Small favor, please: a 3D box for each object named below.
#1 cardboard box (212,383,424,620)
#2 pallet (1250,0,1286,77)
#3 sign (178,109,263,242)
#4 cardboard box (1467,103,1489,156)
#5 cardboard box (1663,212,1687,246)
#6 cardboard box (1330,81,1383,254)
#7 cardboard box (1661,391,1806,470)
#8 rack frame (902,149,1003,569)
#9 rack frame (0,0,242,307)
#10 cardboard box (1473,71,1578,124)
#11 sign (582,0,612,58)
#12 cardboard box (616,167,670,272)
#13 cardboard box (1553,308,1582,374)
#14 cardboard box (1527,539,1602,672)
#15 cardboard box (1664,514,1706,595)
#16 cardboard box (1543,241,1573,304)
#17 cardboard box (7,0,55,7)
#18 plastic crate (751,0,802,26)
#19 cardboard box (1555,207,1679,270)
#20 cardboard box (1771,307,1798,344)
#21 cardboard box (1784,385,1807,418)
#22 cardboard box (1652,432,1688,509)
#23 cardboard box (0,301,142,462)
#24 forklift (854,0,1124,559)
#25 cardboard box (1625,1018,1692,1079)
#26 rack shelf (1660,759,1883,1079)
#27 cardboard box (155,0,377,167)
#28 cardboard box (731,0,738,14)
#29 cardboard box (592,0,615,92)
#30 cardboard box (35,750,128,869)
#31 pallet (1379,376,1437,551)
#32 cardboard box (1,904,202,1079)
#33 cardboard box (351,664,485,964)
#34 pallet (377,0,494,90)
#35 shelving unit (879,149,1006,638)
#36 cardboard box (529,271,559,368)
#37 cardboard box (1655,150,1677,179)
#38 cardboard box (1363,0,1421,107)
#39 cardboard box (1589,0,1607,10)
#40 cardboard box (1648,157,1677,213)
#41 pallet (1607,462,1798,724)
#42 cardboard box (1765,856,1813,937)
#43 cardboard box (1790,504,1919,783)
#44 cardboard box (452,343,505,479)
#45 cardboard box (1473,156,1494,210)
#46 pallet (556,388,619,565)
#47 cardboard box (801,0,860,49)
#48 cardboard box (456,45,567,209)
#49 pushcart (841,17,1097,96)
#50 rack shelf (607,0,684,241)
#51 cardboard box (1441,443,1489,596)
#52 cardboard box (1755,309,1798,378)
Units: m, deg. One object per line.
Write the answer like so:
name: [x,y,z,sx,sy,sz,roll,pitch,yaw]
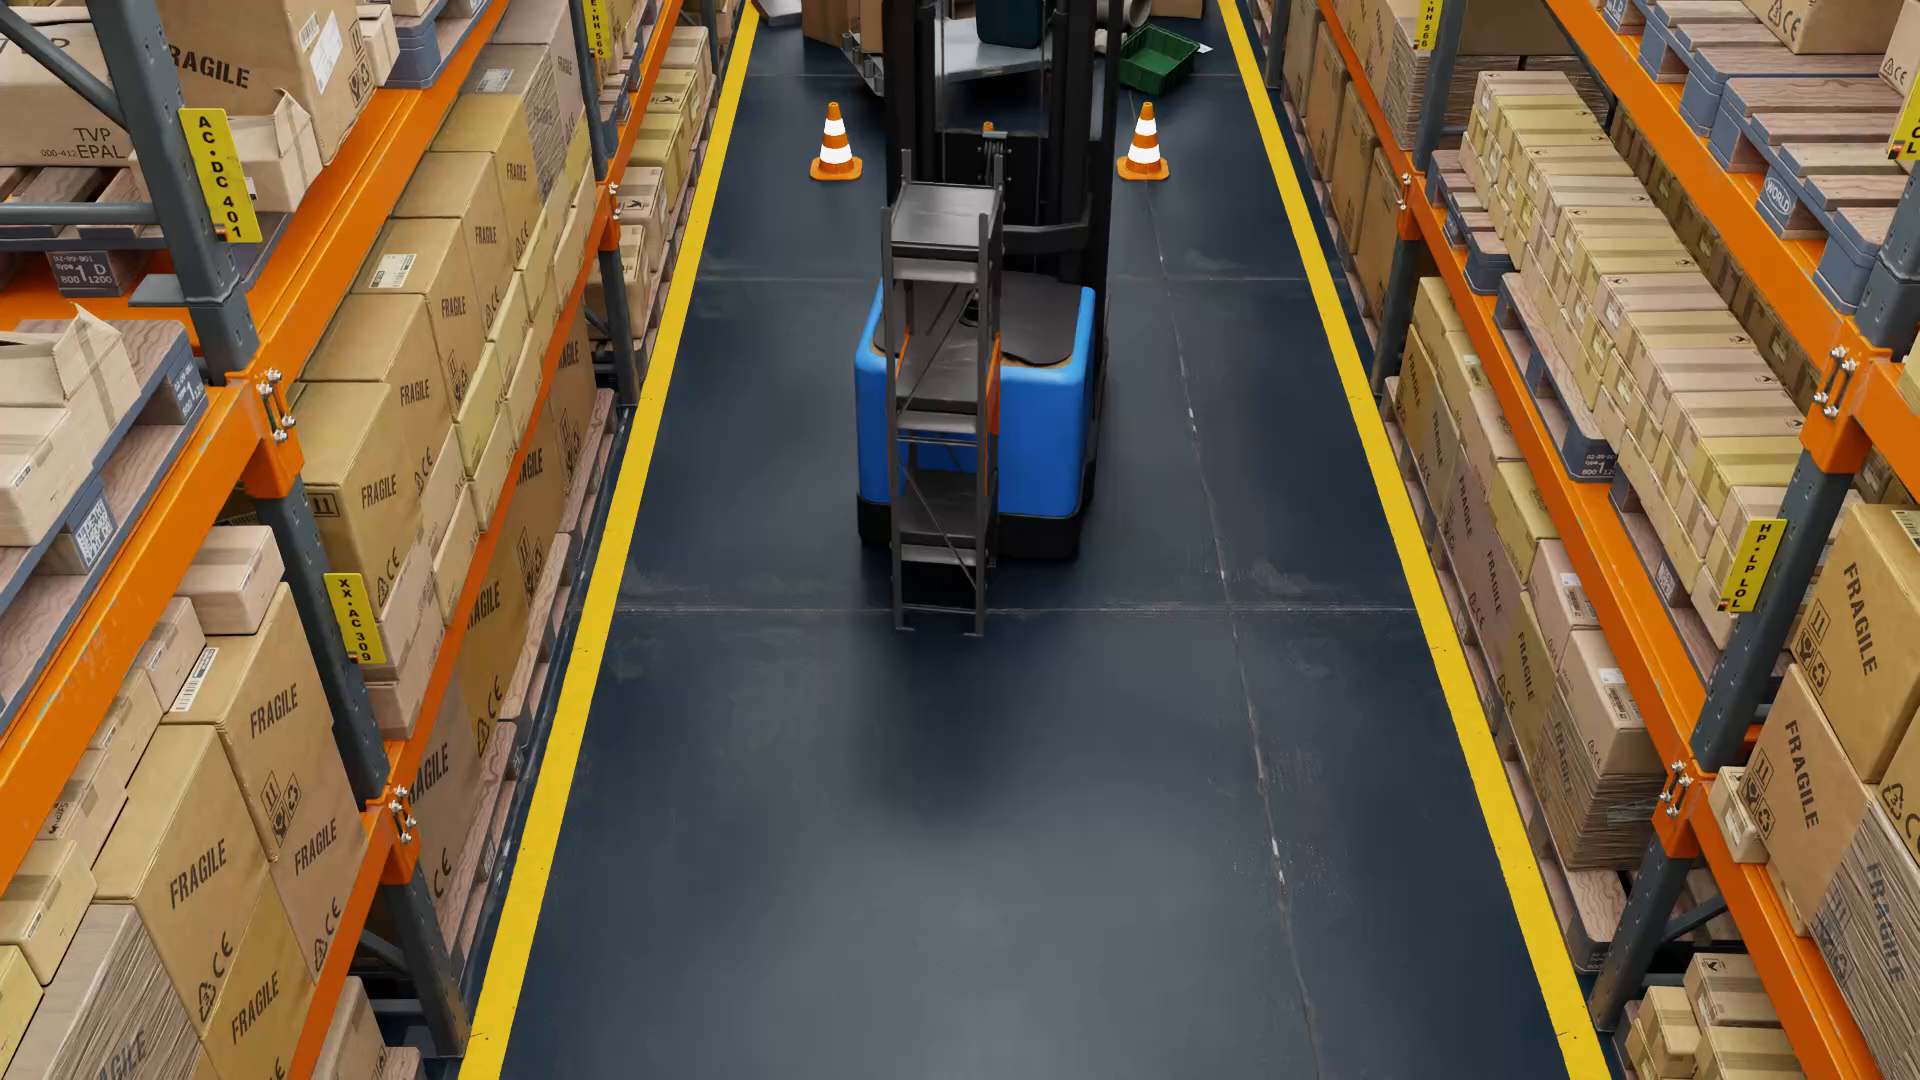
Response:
cardboard box: [-1.929,-0.116,4.862,0.500,0.500,0.500,0,39,0]
pallet: [2.802,-3.869,12.654,1.003,0.211,1.213,0,39,0]
sign: [-1.661,-0.816,3.740,0.100,0.325,0.005,0,39,0]
cardboard box: [2.529,-1.859,7.544,0.380,0.149,0.250,2,39,2]
cardboard box: [3.185,-1.265,7.041,0.380,0.149,0.250,-1,39,-1]
cardboard box: [2.814,-2.193,9.797,1.050,0.750,0.750,1,39,1]
cardboard box: [2.539,-0.357,5.431,0.380,0.149,0.250,-1,39,-1]
rack frame: [-0.030,-0.703,7.193,0.400,2.100,0.015,5,39,6]
rack frame: [-2.216,-1.753,2.986,1.000,3.000,0.127,0,39,0]
cardboard box: [2.536,-1.986,7.464,0.380,0.149,0.250,0,39,0]
sign: [-1.665,-2.367,7.625,0.100,0.325,0.005,0,39,0]
cardboard box: [-2.220,-1.866,9.691,0.950,0.372,0.625,-1,39,-1]
cardboard box: [2.531,-0.774,6.427,0.380,0.149,0.250,-1,39,-2]
cardboard box: [2.493,0.254,6.344,0.500,0.250,0.500,2,39,2]
cardboard box: [2.535,0.045,5.406,0.380,0.149,0.250,0,39,0]
cardboard box: [2.532,-1.054,6.539,0.380,0.149,0.250,0,39,0]
cardboard box: [-6.881,-3.997,12.048,0.500,0.250,0.500,0,39,0]
plastic crate: [-1.407,-4.257,13.244,0.402,0.080,0.583,-13,40,-16]
cardboard box: [2.539,-1.167,6.442,0.380,0.149,0.250,1,39,1]
cardboard box: [3.191,-0.831,6.024,0.380,0.149,0.250,1,39,2]
cardboard box: [3.191,-0.437,6.007,0.380,0.149,0.250,-2,39,-2]
cardboard box: [2.537,-0.229,5.510,0.380,0.149,0.250,2,39,2]
cardboard box: [-1.895,-0.333,3.306,0.396,0.266,0.258,1,39,1]
forklift: [0.222,-1.971,8.112,1.130,2.935,3.031,5,39,6]
cardboard box: [2.413,1.698,5.422,0.380,0.149,0.250,-2,39,-2]
rack shelf: [2.736,2.053,3.610,1.077,0.370,4.000,0,39,0]
cardboard box: [-1.927,-1.336,4.450,0.500,0.500,0.500,-1,39,-1]
cardboard box: [-1.968,-4.208,12.711,0.500,0.250,0.500,2,39,3]
cardboard box: [-1.990,-2.513,8.080,0.500,0.500,0.500,-1,39,-1]
cardboard box: [-1.997,0.578,3.478,0.380,0.149,0.250,0,39,0]
pallet: [2.729,-0.403,8.329,1.003,0.211,1.213,0,39,0]
cardboard box: [-1.937,1.090,3.357,0.500,0.500,0.500,0,39,1]
cardboard box: [-2.297,0.866,5.879,0.875,0.875,0.875,1,39,1]
pallet: [-2.162,-1.908,5.730,1.003,0.211,1.213,2,39,2]
shelving unit: [-0.062,-0.551,7.005,0.431,2.100,0.503,5,39,6]
cardboard box: [-1.960,-0.904,6.845,0.500,0.250,0.500,0,39,-1]
cardboard box: [3.187,-1.651,7.046,0.380,0.149,0.250,1,39,1]
cardboard box: [2.461,-2.612,8.776,0.500,0.500,0.500,0,39,0]
cardboard box: [2.477,-2.207,5.872,0.500,0.500,0.500,0,39,0]
cardboard box: [3.190,-1.522,7.123,0.380,0.149,0.250,1,39,1]
pallet: [2.879,0.119,5.602,1.003,0.211,1.213,0,39,0]
cardboard box: [2.482,0.959,4.601,0.380,0.149,0.250,1,39,1]
cardboard box: [2.491,0.259,4.157,0.500,0.500,0.500,1,39,1]
cardboard box: [-1.937,-0.465,5.897,0.500,0.250,0.500,0,39,1]
cardboard box: [2.528,-1.598,7.456,0.380,0.149,0.250,2,39,2]
pallet: [-2.295,-0.332,8.241,1.003,0.211,1.213,0,39,0]
cardboard box: [-0.866,-4.111,12.724,0.500,0.500,0.500,28,46,30]
cardboard box: [-1.950,-1.698,6.836,0.500,0.500,0.500,1,39,1]
pushcart: [0.055,-3.424,11.966,1.648,0.377,0.936,-13,40,-16]
rack shelf: [-2.223,-2.883,9.770,1.077,0.370,4.000,0,39,0]
cardboard box: [2.484,-0.090,7.372,0.500,0.500,0.500,-1,39,-1]
cardboard box: [3.187,-0.727,6.132,0.380,0.149,0.250,-1,39,-1]
